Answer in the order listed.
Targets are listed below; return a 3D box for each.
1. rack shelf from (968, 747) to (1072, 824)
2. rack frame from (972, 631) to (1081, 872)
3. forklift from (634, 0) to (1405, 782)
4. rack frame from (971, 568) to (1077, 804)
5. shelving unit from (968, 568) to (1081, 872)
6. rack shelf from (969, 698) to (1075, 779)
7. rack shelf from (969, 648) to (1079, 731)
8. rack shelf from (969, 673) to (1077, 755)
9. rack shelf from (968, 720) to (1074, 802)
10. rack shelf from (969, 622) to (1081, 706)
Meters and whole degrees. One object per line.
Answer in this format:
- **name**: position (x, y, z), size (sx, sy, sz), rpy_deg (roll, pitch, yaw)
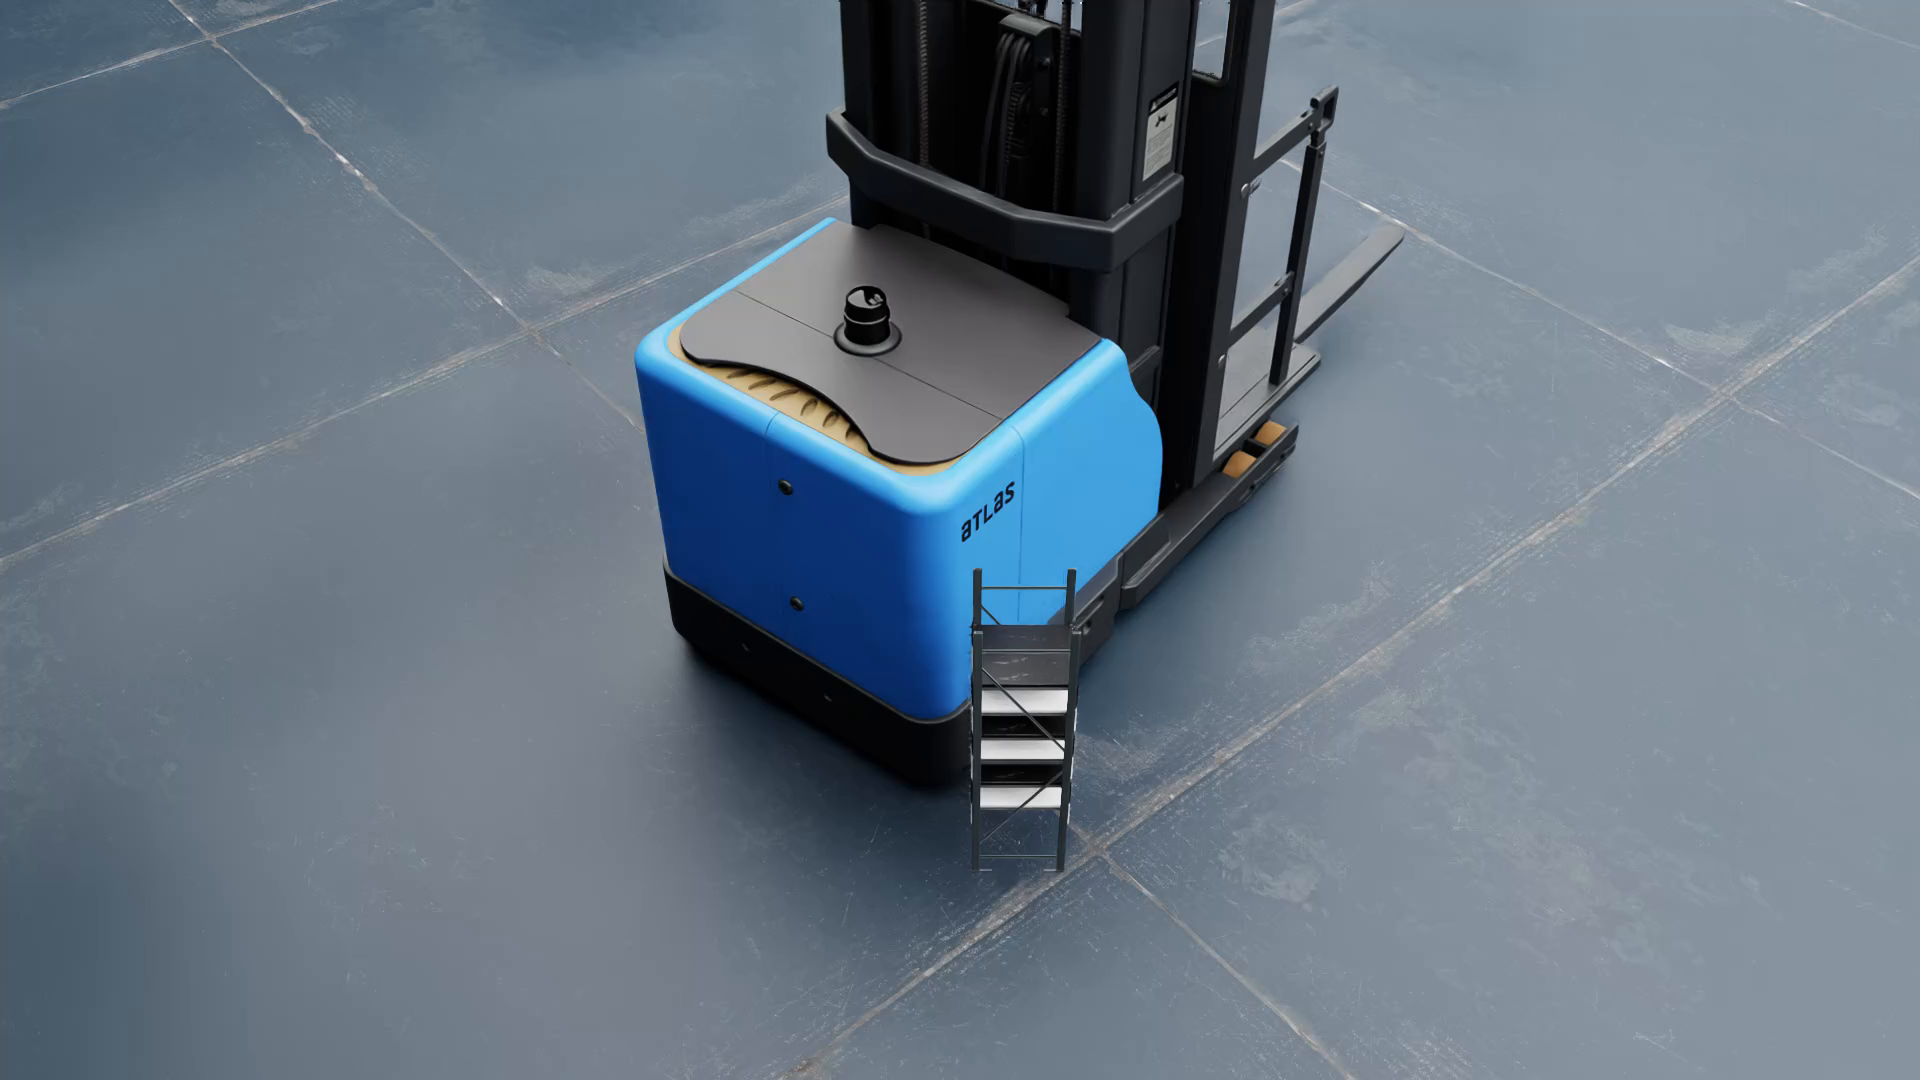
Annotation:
- **rack shelf**: position (0.151, 0.620, 4.244), size (0.258, 0.077, 0.200), rpy_deg (0, 43, 0)
- **rack frame**: position (0.151, 0.535, 4.023), size (0.240, 0.900, 0.006), rpy_deg (0, 43, 0)
- **forklift**: position (0.454, -1.376, 4.574), size (1.130, 2.935, 3.031), rpy_deg (28, 50, 27)
- **rack frame**: position (0.151, 0.395, 4.172), size (0.240, 0.900, 0.006), rpy_deg (0, 43, 0)
- **shelving unit**: position (0.151, 0.465, 4.098), size (0.258, 0.900, 0.210), rpy_deg (0, 43, 0)
- **rack shelf**: position (0.151, 0.489, 4.120), size (0.258, 0.077, 0.200), rpy_deg (0, 43, 0)
- **rack shelf**: position (0.151, 0.358, 3.997), size (0.258, 0.077, 0.200), rpy_deg (0, 43, 0)
- **rack shelf**: position (0.151, 0.424, 4.059), size (0.258, 0.077, 0.200), rpy_deg (0, 43, 0)
- **rack shelf**: position (0.151, 0.555, 4.182), size (0.258, 0.077, 0.200), rpy_deg (0, 43, 0)
- **rack shelf**: position (0.151, 0.292, 3.936), size (0.258, 0.077, 0.200), rpy_deg (0, 43, 0)
